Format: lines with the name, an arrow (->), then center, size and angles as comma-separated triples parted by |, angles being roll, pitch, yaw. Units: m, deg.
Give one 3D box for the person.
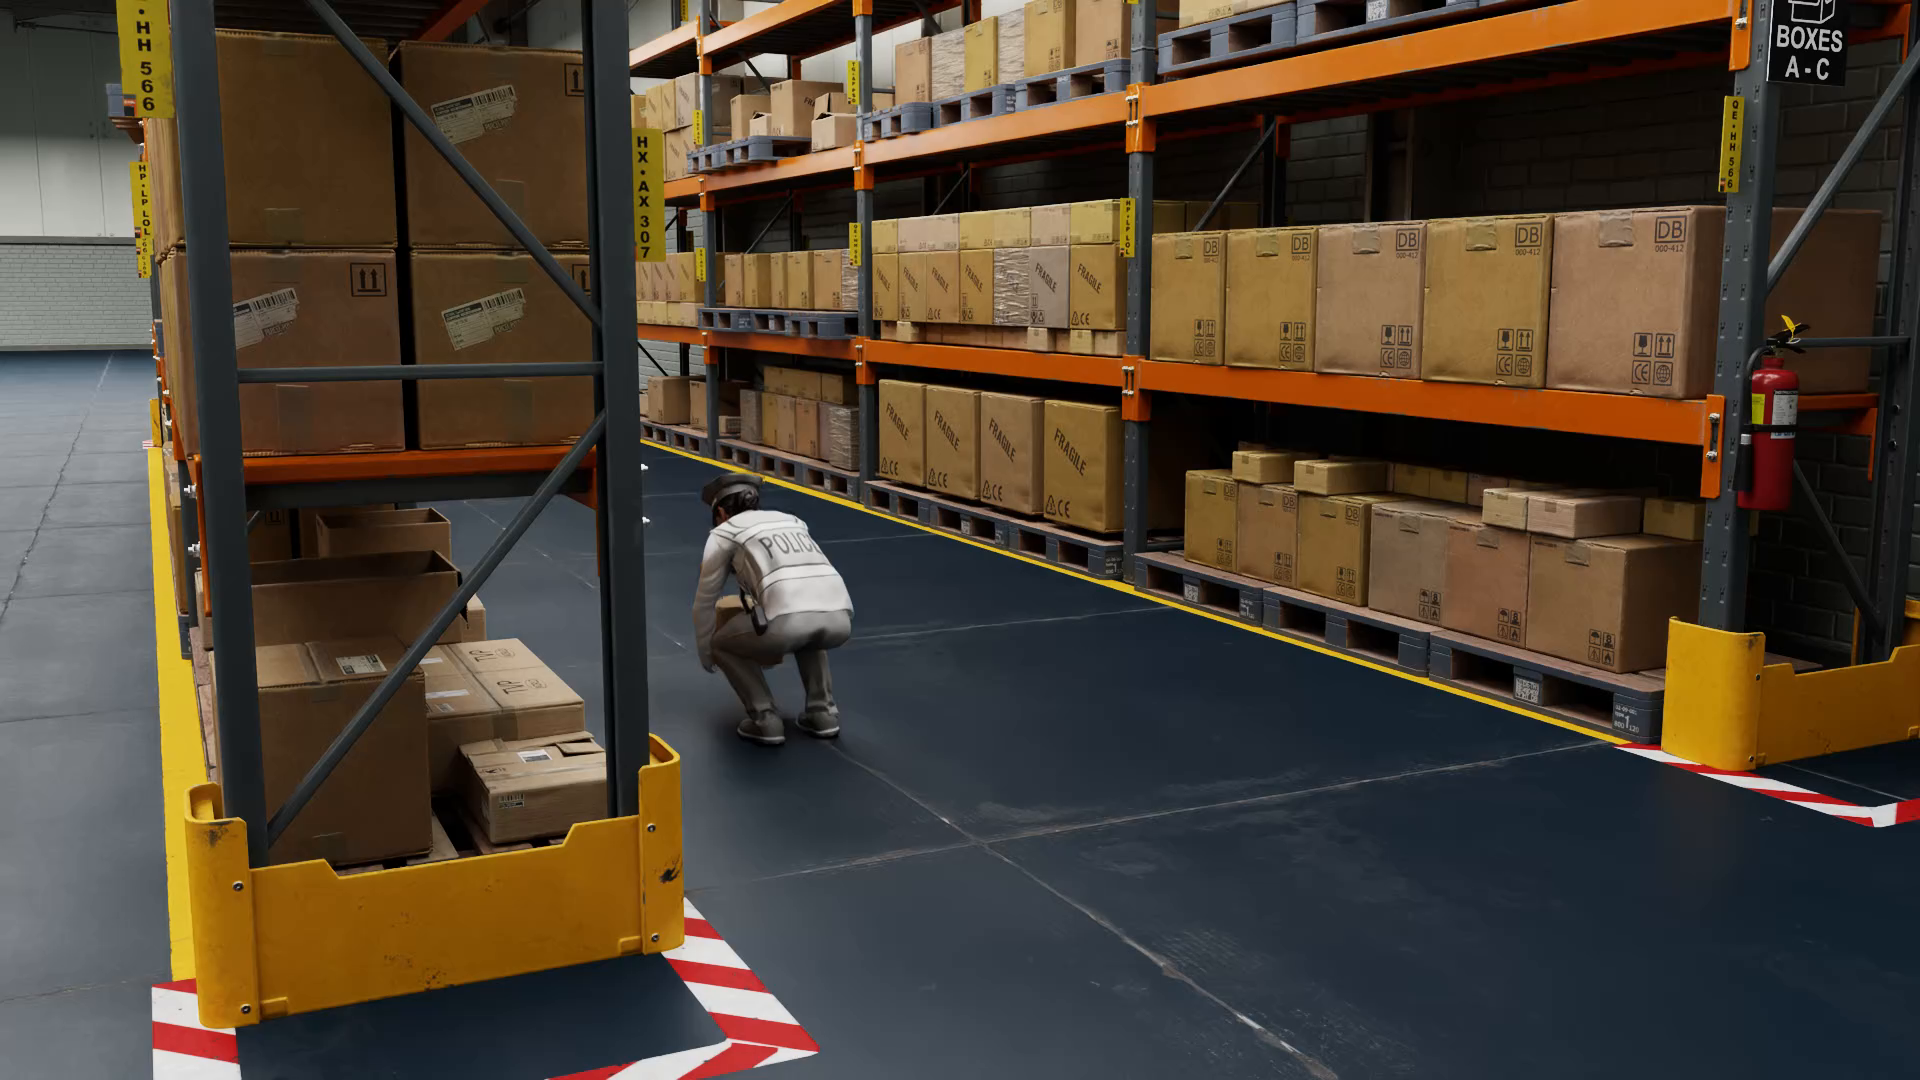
person -> -0.738, 0.254, 6.431 | 0.494, 0.994, 0.819 | -5, 10, -28
